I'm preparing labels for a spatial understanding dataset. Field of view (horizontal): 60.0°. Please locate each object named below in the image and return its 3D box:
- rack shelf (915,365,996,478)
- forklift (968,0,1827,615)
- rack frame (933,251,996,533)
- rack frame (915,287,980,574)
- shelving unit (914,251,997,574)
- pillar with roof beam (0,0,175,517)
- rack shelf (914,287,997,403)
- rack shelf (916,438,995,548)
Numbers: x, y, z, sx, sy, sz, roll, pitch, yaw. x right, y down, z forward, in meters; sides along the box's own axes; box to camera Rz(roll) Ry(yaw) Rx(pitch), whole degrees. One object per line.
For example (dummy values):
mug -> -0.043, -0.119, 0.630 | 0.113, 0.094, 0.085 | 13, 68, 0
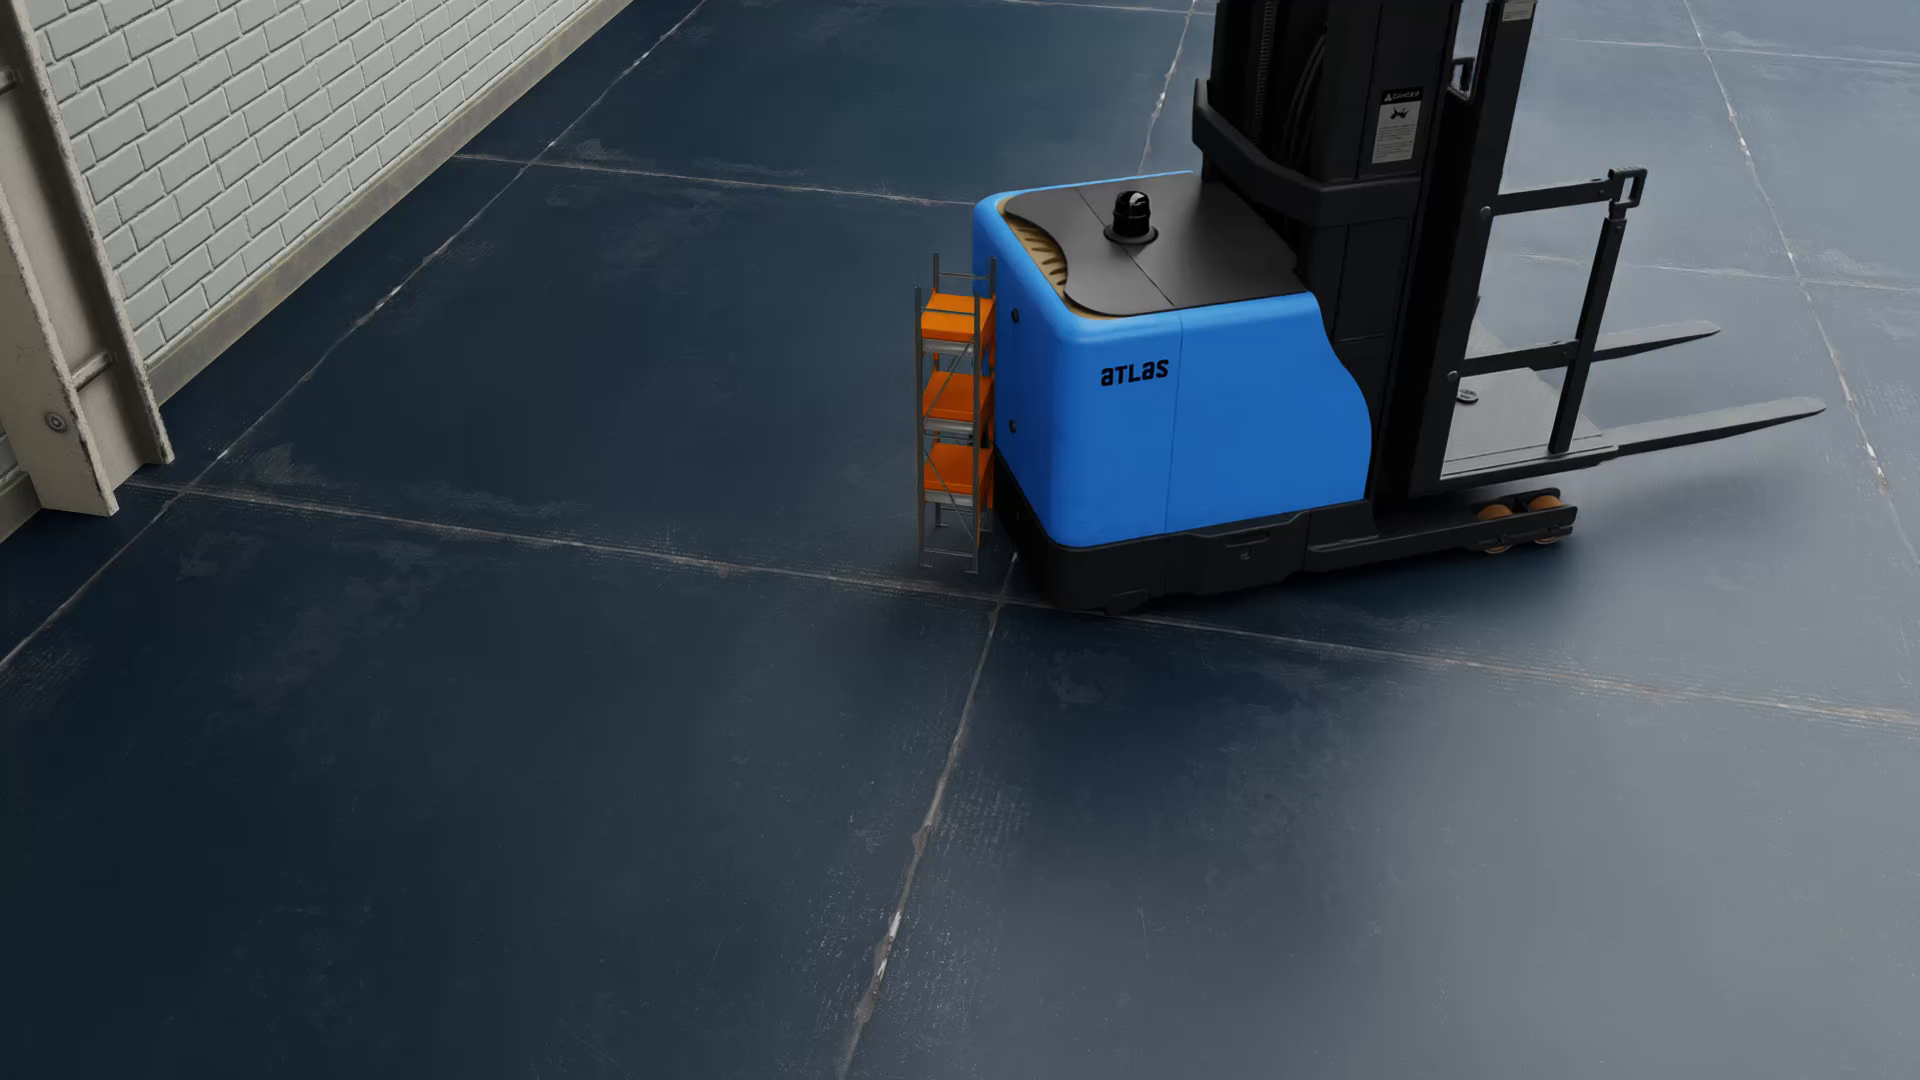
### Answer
rack shelf -> -0.012, -0.386, 5.406 | 0.215, 0.259, 0.240 | 7, 37, 10
forklift -> 1.604, -1.429, 5.224 | 3.031, 2.935, 1.130 | -10, 37, -13
rack frame -> 0.013, -0.464, 5.496 | 0.200, 1.050, 0.008 | 7, 37, 10
rack frame -> -0.038, -0.324, 5.303 | 0.200, 1.050, 0.008 | 7, 37, 10
shelving unit -> -0.012, -0.394, 5.399 | 0.215, 1.050, 0.252 | 7, 37, 10
pillar with roof beam -> 1.101, -3.319, 2.662 | 9.100, 9.000, 0.400 | 7, 37, 10
rack shelf -> -0.012, -0.616, 5.239 | 0.215, 0.259, 0.240 | 7, 37, 10
rack shelf -> -0.013, -0.161, 5.569 | 0.215, 0.259, 0.240 | 7, 37, 10
